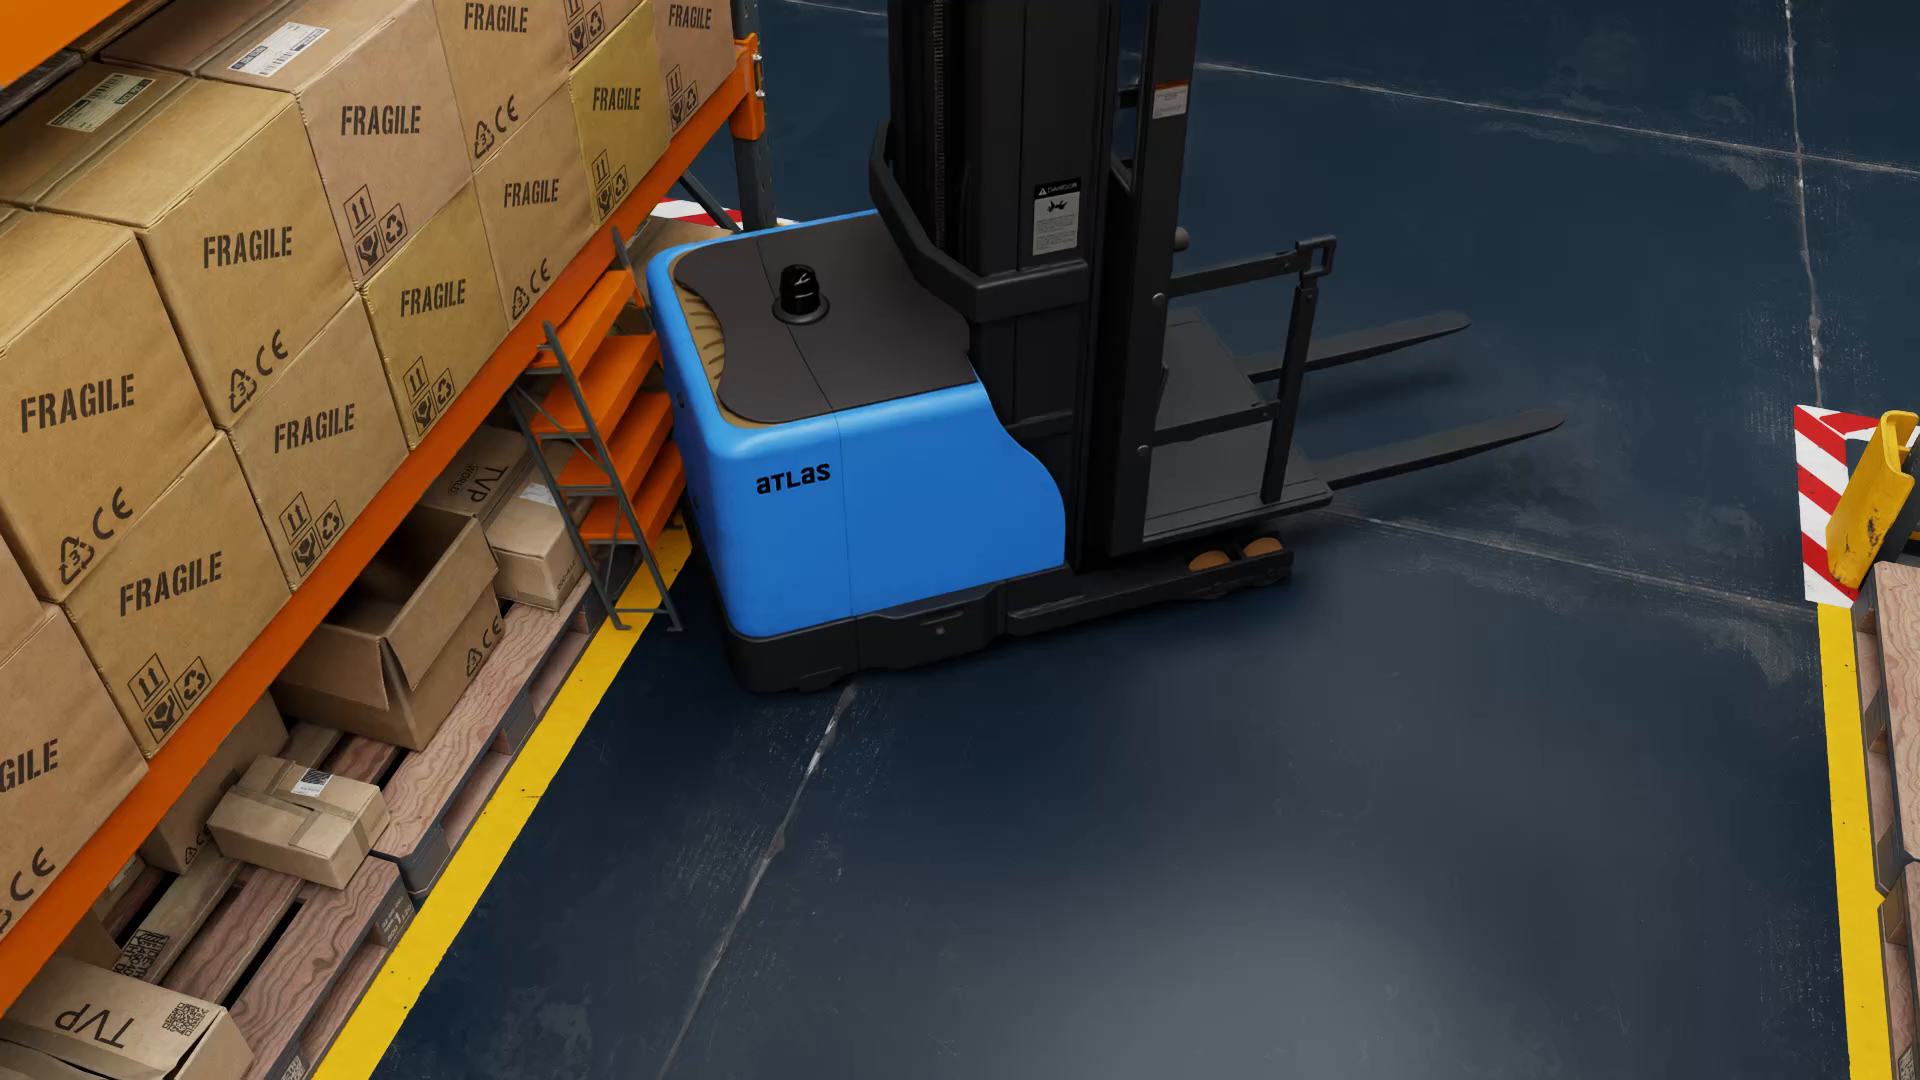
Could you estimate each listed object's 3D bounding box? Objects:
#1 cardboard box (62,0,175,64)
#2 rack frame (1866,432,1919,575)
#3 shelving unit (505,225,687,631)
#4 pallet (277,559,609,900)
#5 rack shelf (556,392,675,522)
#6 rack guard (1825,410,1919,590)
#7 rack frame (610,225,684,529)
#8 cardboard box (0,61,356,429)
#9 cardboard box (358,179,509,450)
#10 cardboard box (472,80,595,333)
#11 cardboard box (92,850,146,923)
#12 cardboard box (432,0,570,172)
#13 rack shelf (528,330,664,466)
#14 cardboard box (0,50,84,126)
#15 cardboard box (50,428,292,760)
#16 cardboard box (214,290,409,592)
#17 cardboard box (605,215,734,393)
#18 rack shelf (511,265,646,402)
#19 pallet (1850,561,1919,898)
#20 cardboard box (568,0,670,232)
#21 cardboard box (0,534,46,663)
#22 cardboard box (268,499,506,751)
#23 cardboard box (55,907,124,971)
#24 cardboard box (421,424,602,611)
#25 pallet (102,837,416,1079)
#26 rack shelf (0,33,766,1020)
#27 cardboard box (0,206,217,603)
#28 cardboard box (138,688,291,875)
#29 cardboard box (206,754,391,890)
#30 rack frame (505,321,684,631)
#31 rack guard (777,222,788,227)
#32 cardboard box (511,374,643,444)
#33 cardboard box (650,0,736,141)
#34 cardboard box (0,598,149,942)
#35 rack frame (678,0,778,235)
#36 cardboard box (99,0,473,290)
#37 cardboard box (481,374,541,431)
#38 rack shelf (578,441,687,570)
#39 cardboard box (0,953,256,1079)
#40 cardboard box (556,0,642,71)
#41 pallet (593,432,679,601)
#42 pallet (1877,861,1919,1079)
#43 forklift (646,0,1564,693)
[{"bbox_3d":[-2.022,-1.079,3.922,0.500,0.500,0.500,12,46,12],"label":"cardboard box"},{"bbox_3d":[3.544,-0.896,4.521,1.000,3.000,0.127,13,46,13],"label":"rack frame"},{"bbox_3d":[-1.069,-0.320,5.165,0.258,1.200,0.503,0,42,18],"label":"shelving unit"},{"bbox_3d":[-1.811,0.442,5.147,1.003,0.211,1.213,13,46,13],"label":"pallet"},{"bbox_3d":[-1.055,-0.270,5.208,0.258,0.148,0.480,0,42,18],"label":"rack shelf"},{"bbox_3d":[3.539,-0.021,5.414,1.175,0.500,0.348,13,46,13],"label":"rack guard"},{"bbox_3d":[-1.014,-0.484,5.337,0.240,1.200,0.015,0,42,18],"label":"rack frame"},{"bbox_3d":[-1.664,-0.615,3.448,0.500,0.500,0.500,11,46,11],"label":"cardboard box"},{"bbox_3d":[-1.515,-0.613,4.160,0.500,0.500,0.500,12,46,12],"label":"cardboard box"},{"bbox_3d":[-1.362,-0.949,4.504,0.500,0.500,0.500,13,46,13],"label":"cardboard box"},{"bbox_3d":[-2.428,0.878,4.432,0.380,0.149,0.250,13,46,13],"label":"cardboard box"},{"bbox_3d":[-1.353,-1.302,4.150,0.500,0.500,0.500,14,46,14],"label":"cardboard box"},{"bbox_3d":[-1.100,-0.436,5.065,0.258,0.148,0.480,0,42,18],"label":"rack shelf"},{"bbox_3d":[-2.175,-0.744,3.579,0.500,0.500,0.500,13,46,13],"label":"cardboard box"},{"bbox_3d":[-1.821,0.059,3.473,0.500,0.500,0.500,13,46,13],"label":"cardboard box"},{"bbox_3d":[-1.667,-0.274,3.814,0.500,0.500,0.500,12,46,12],"label":"cardboard box"},{"bbox_3d":[-1.106,-0.797,5.892,0.500,0.500,0.500,13,46,13],"label":"cardboard box"},{"bbox_3d":[-1.148,-0.610,4.912,0.258,0.148,0.480,0,42,18],"label":"rack shelf"},{"bbox_3d":[3.257,0.642,4.943,1.003,0.211,1.213,13,46,13],"label":"pallet"},{"bbox_3d":[-1.206,-1.280,4.842,0.500,0.500,0.500,13,46,13],"label":"cardboard box"},{"bbox_3d":[-1.976,0.071,2.746,0.500,0.500,0.500,14,46,14],"label":"cardboard box"},{"bbox_3d":[-1.823,0.200,4.871,0.797,0.503,0.637,13,46,13],"label":"cardboard box"},{"bbox_3d":[-2.485,1.015,4.041,0.500,0.500,0.500,13,46,13],"label":"cardboard box"},{"bbox_3d":[-1.422,-0.080,5.339,0.500,0.250,0.500,13,46,13],"label":"cardboard box"},{"bbox_3d":[-2.178,1.258,4.314,1.003,0.211,1.213,13,46,13],"label":"pallet"},{"bbox_3d":[-1.781,-0.357,4.485,1.077,0.370,4.000,13,46,13],"label":"rack shelf"},{"bbox_3d":[-1.820,-0.273,3.098,0.500,0.500,0.500,11,45,11],"label":"cardboard box"},{"bbox_3d":[-2.258,0.583,4.618,0.500,0.311,0.500,13,46,13],"label":"cardboard box"},{"bbox_3d":[-1.801,0.762,4.538,0.380,0.166,0.250,13,46,13],"label":"cardboard box"},{"bbox_3d":[-1.124,-0.156,4.993,0.240,1.200,0.015,0,42,18],"label":"rack frame"},{"bbox_3d":[-1.199,-1.003,6.418,1.175,0.500,0.348,13,46,13],"label":"rack guard"},{"bbox_3d":[-1.314,-0.427,5.752,0.380,0.166,0.250,13,46,13],"label":"cardboard box"},{"bbox_3d":[-1.052,-1.627,5.196,0.500,0.500,0.500,14,46,14],"label":"cardboard box"},{"bbox_3d":[-1.973,0.401,3.124,0.500,0.500,0.500,14,46,14],"label":"cardboard box"},{"bbox_3d":[-1.176,-1.947,5.595,1.000,3.000,0.127,13,46,13],"label":"rack frame"},{"bbox_3d":[-1.509,-0.960,3.800,0.500,0.500,0.500,14,46,14],"label":"cardboard box"},{"bbox_3d":[-1.762,-0.486,5.754,0.500,0.250,0.500,13,46,13],"label":"cardboard box"},{"bbox_3d":[-1.016,-0.124,5.336,0.258,0.148,0.480,0,42,18],"label":"rack shelf"},{"bbox_3d":[-2.054,1.289,3.896,0.500,0.311,0.500,13,46,13],"label":"cardboard box"},{"bbox_3d":[-1.201,-1.649,4.504,0.500,0.500,0.500,14,46,14],"label":"cardboard box"},{"bbox_3d":[-1.439,-0.368,5.976,1.003,0.211,1.213,13,46,13],"label":"pallet"},{"bbox_3d":[2.886,1.453,4.114,1.003,0.211,1.213,13,46,13],"label":"pallet"},{"bbox_3d":[0.591,-1.188,4.868,3.031,2.935,1.130,-13,46,-13],"label":"forklift"}]
